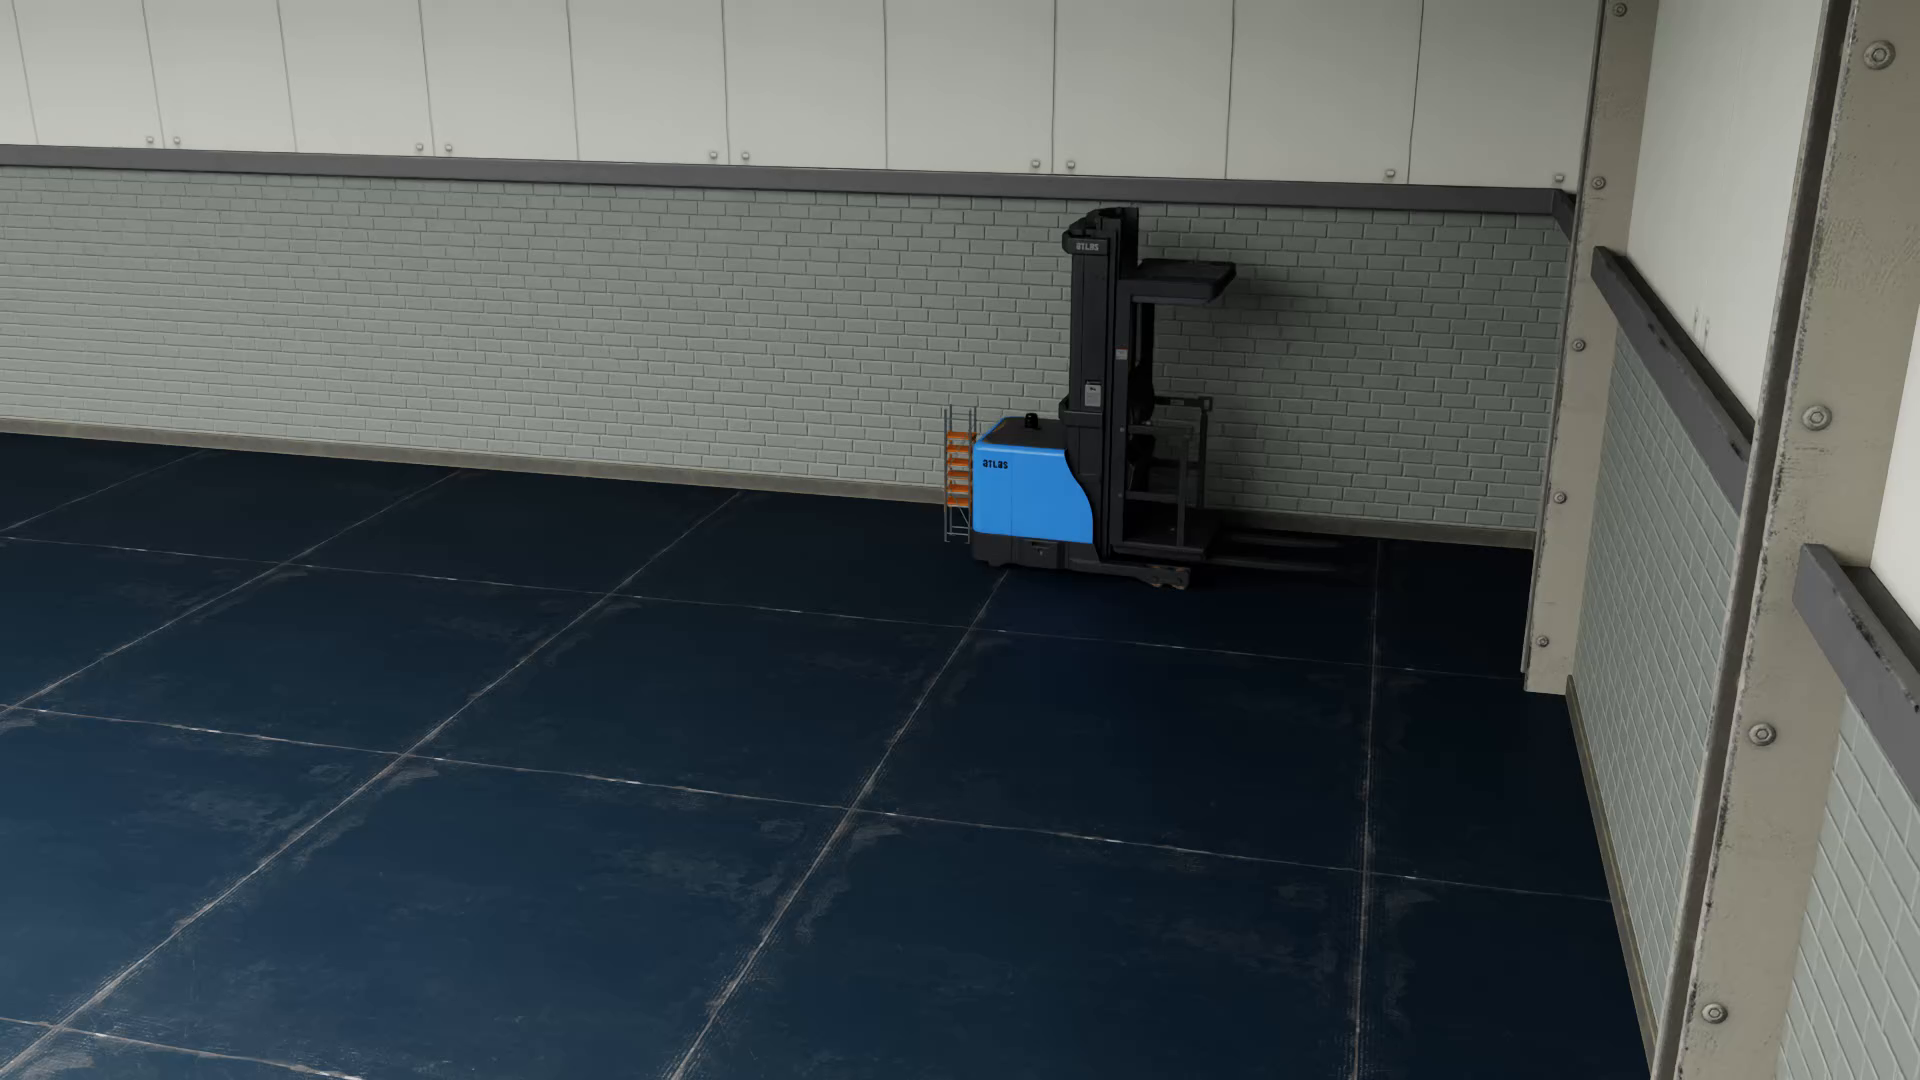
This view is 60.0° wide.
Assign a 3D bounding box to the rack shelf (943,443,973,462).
[{"bbox_3d":[0.004,-0.757,14.444,0.258,0.103,0.180,5,19,13],"label":"rack shelf"}]

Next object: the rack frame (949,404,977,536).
[{"bbox_3d":[0.026,-0.601,14.591,0.240,1.200,0.006,5,19,13],"label":"rack frame"}]

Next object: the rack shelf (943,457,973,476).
[{"bbox_3d":[0.004,-0.644,14.482,0.258,0.103,0.180,5,19,13],"label":"rack shelf"}]

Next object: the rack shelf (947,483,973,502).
[{"bbox_3d":[0.004,-0.417,14.560,0.258,0.103,0.180,5,19,13],"label":"rack shelf"}]

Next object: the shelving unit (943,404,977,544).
[{"bbox_3d":[0.004,-0.572,14.507,0.258,1.200,0.189,5,19,13],"label":"shelving unit"}]

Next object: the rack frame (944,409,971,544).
[{"bbox_3d":[-0.019,-0.544,14.423,0.240,1.200,0.006,5,19,13],"label":"rack frame"}]

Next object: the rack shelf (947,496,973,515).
[{"bbox_3d":[0.004,-0.303,14.599,0.258,0.103,0.180,5,19,13],"label":"rack shelf"}]

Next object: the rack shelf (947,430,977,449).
[{"bbox_3d":[0.004,-0.871,14.405,0.258,0.103,0.180,5,19,13],"label":"rack shelf"}]

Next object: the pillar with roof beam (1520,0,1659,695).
[{"bbox_3d":[-0.039,-3.595,11.291,9.100,9.000,0.400,5,19,13],"label":"pillar with roof beam"}]

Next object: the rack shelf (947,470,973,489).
[{"bbox_3d":[0.004,-0.530,14.521,0.258,0.103,0.180,5,19,13],"label":"rack shelf"}]

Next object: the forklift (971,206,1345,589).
[{"bbox_3d":[1.670,-1.179,13.605,3.031,2.935,1.130,6,20,16],"label":"forklift"}]
